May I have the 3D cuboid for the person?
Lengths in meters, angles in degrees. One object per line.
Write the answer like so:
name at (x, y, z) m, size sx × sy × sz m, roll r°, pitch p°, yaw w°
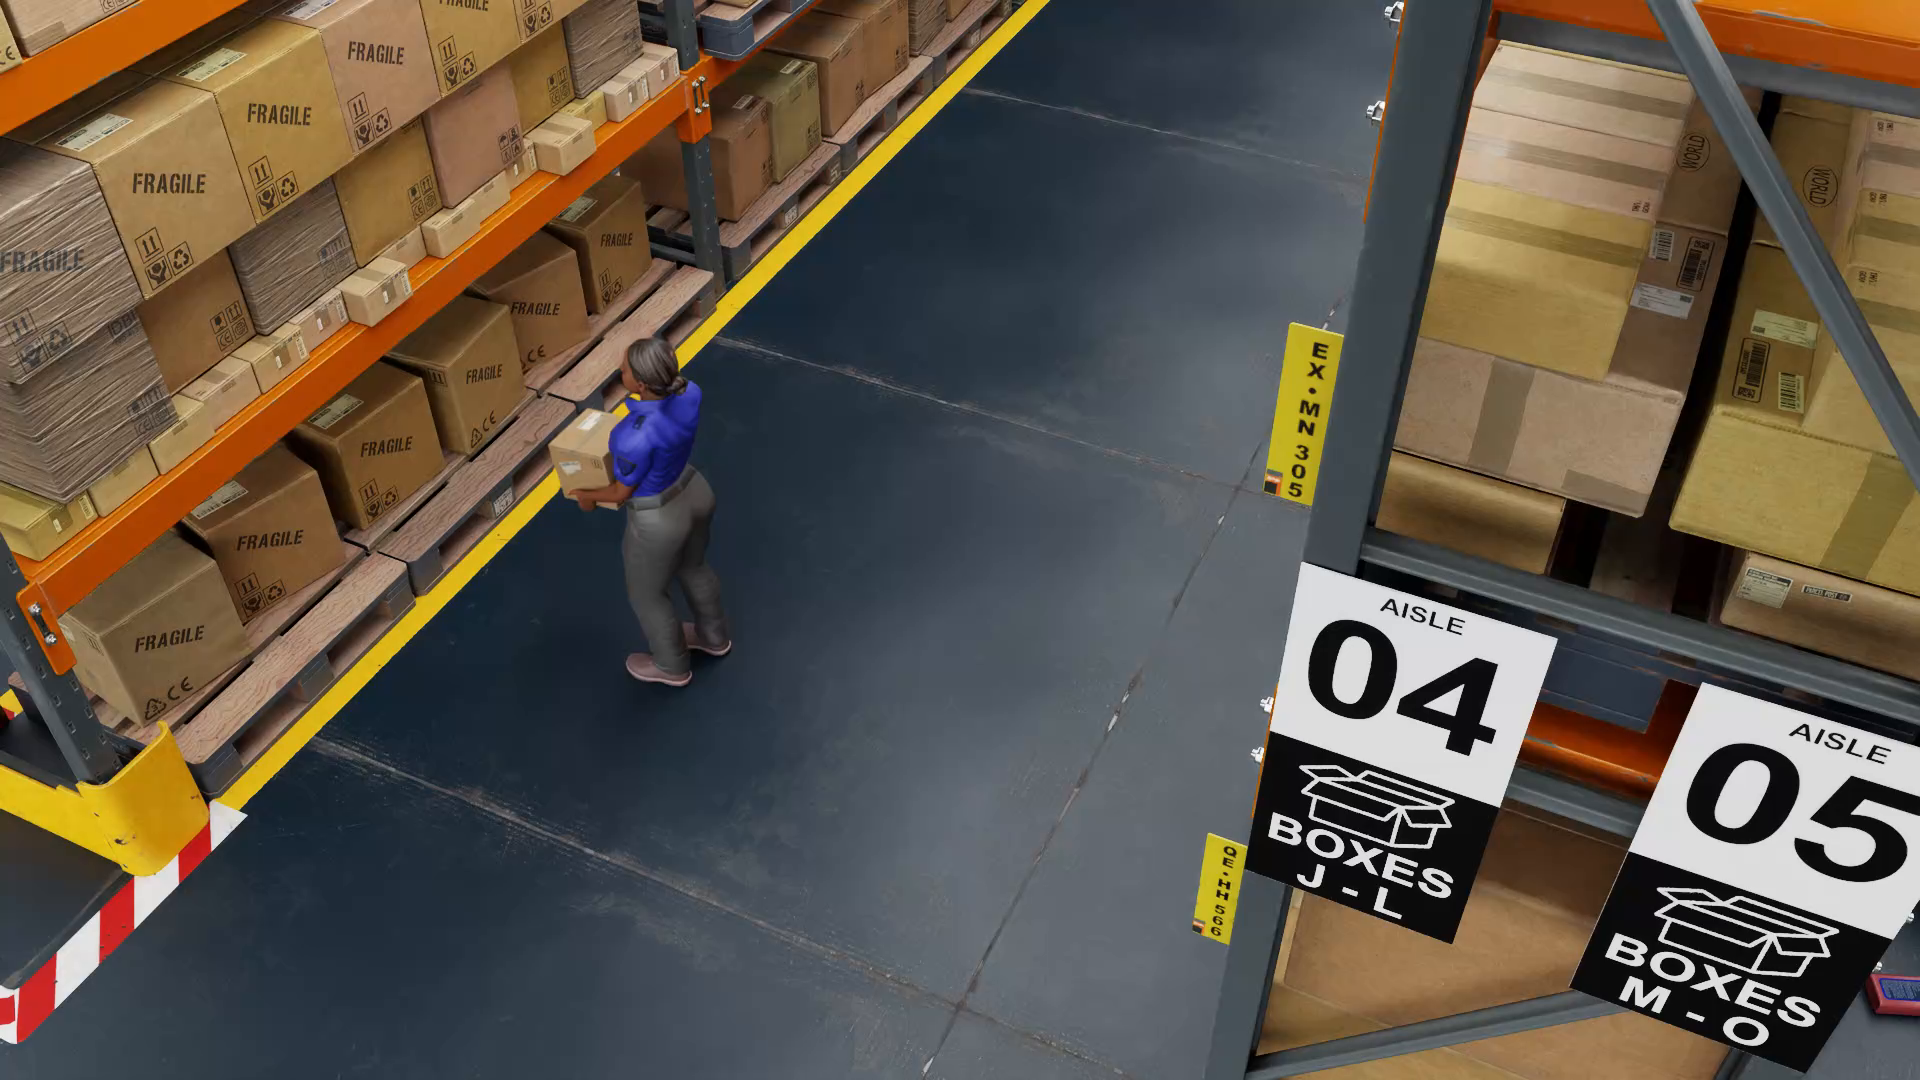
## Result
person at (-1.182, -0.149, 6.282) m, size 0.520 × 1.576 × 0.451 m, roll 18°, pitch 45°, yaw 19°
